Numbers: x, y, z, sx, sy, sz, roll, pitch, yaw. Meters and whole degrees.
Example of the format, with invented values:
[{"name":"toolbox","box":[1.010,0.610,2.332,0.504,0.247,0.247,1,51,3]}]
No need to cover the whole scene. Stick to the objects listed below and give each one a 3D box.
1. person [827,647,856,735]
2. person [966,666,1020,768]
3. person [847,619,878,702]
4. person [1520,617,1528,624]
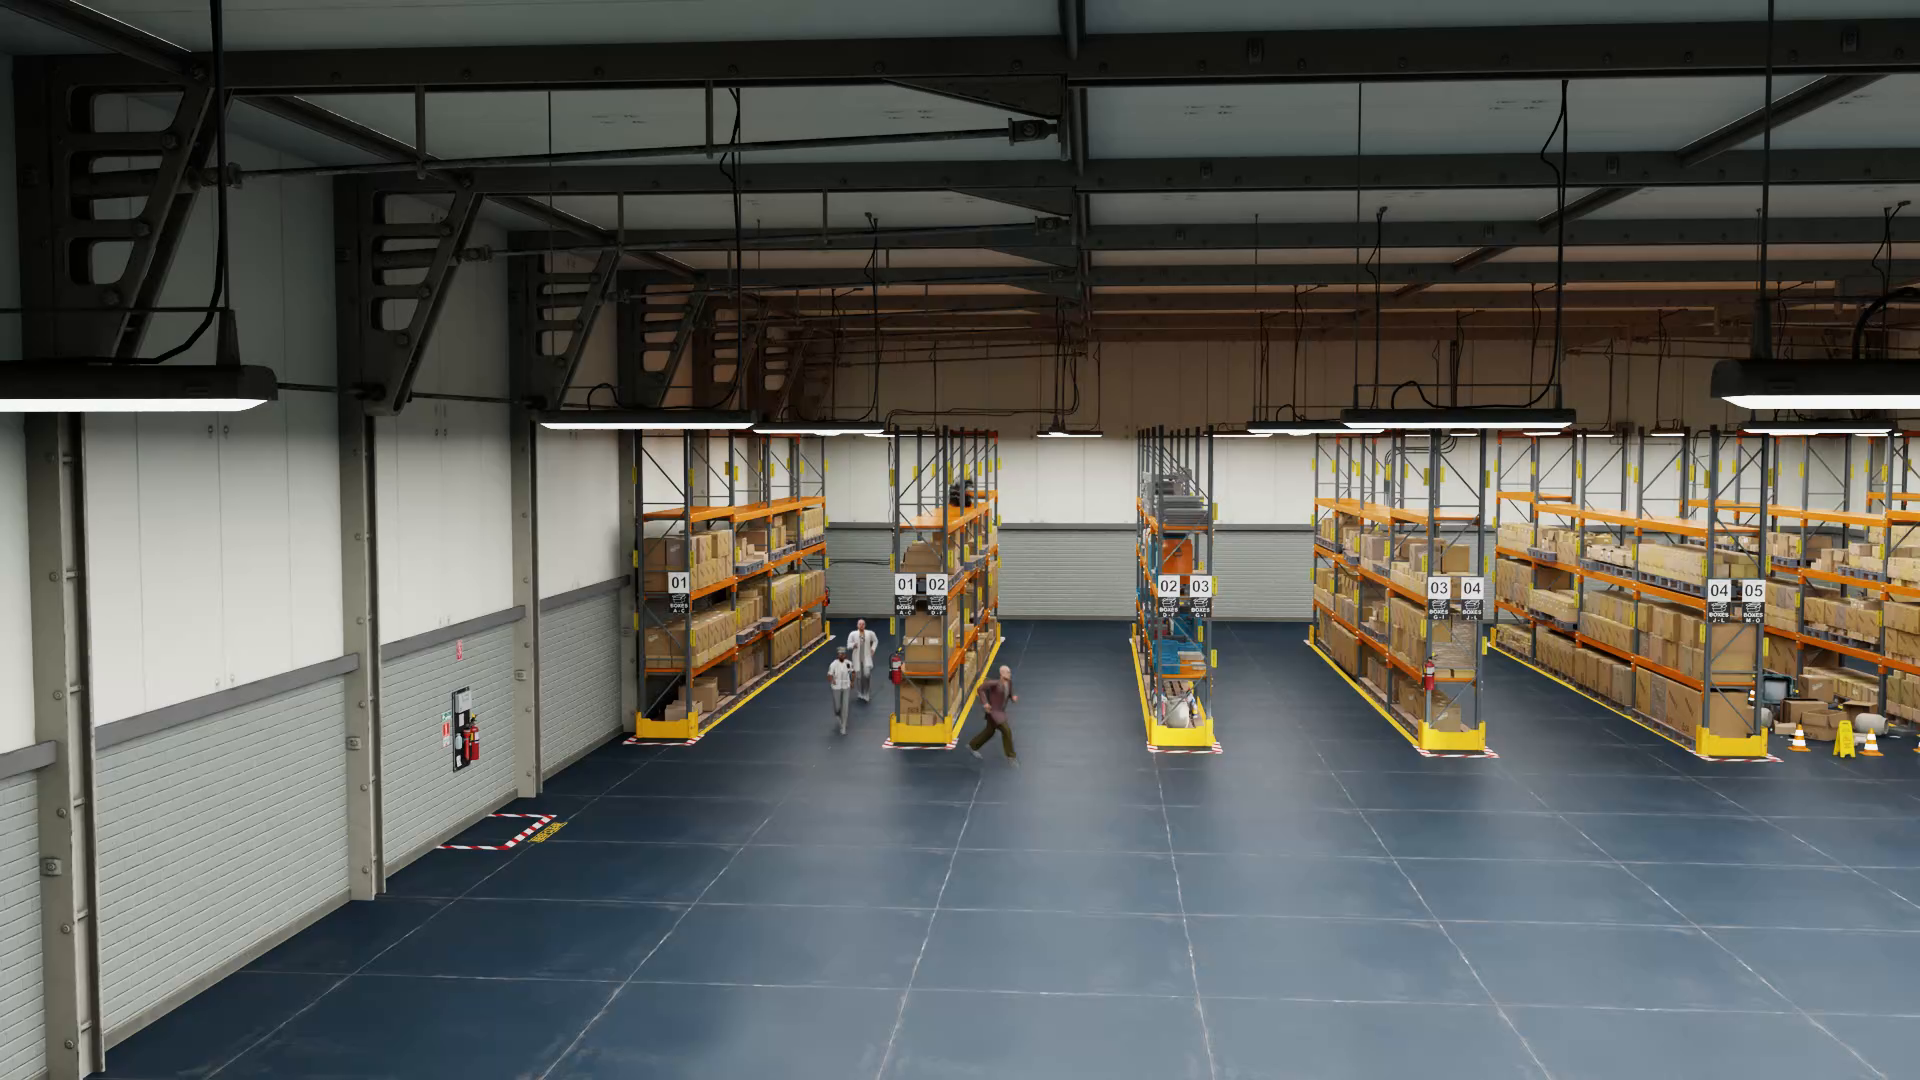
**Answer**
[{"name":"person","box":[-2.318,2.924,32.623,0.579,1.692,0.851,0,3,-8]},{"name":"person","box":[0.583,3.093,29.311,1.123,1.797,0.697,2,4,29]},{"name":"person","box":[-2.146,2.651,36.518,0.688,1.814,0.755,0,3,-2]},{"name":"person","box":[16.168,2.104,47.349,0.755,1.645,0.649,3,5,42]}]
